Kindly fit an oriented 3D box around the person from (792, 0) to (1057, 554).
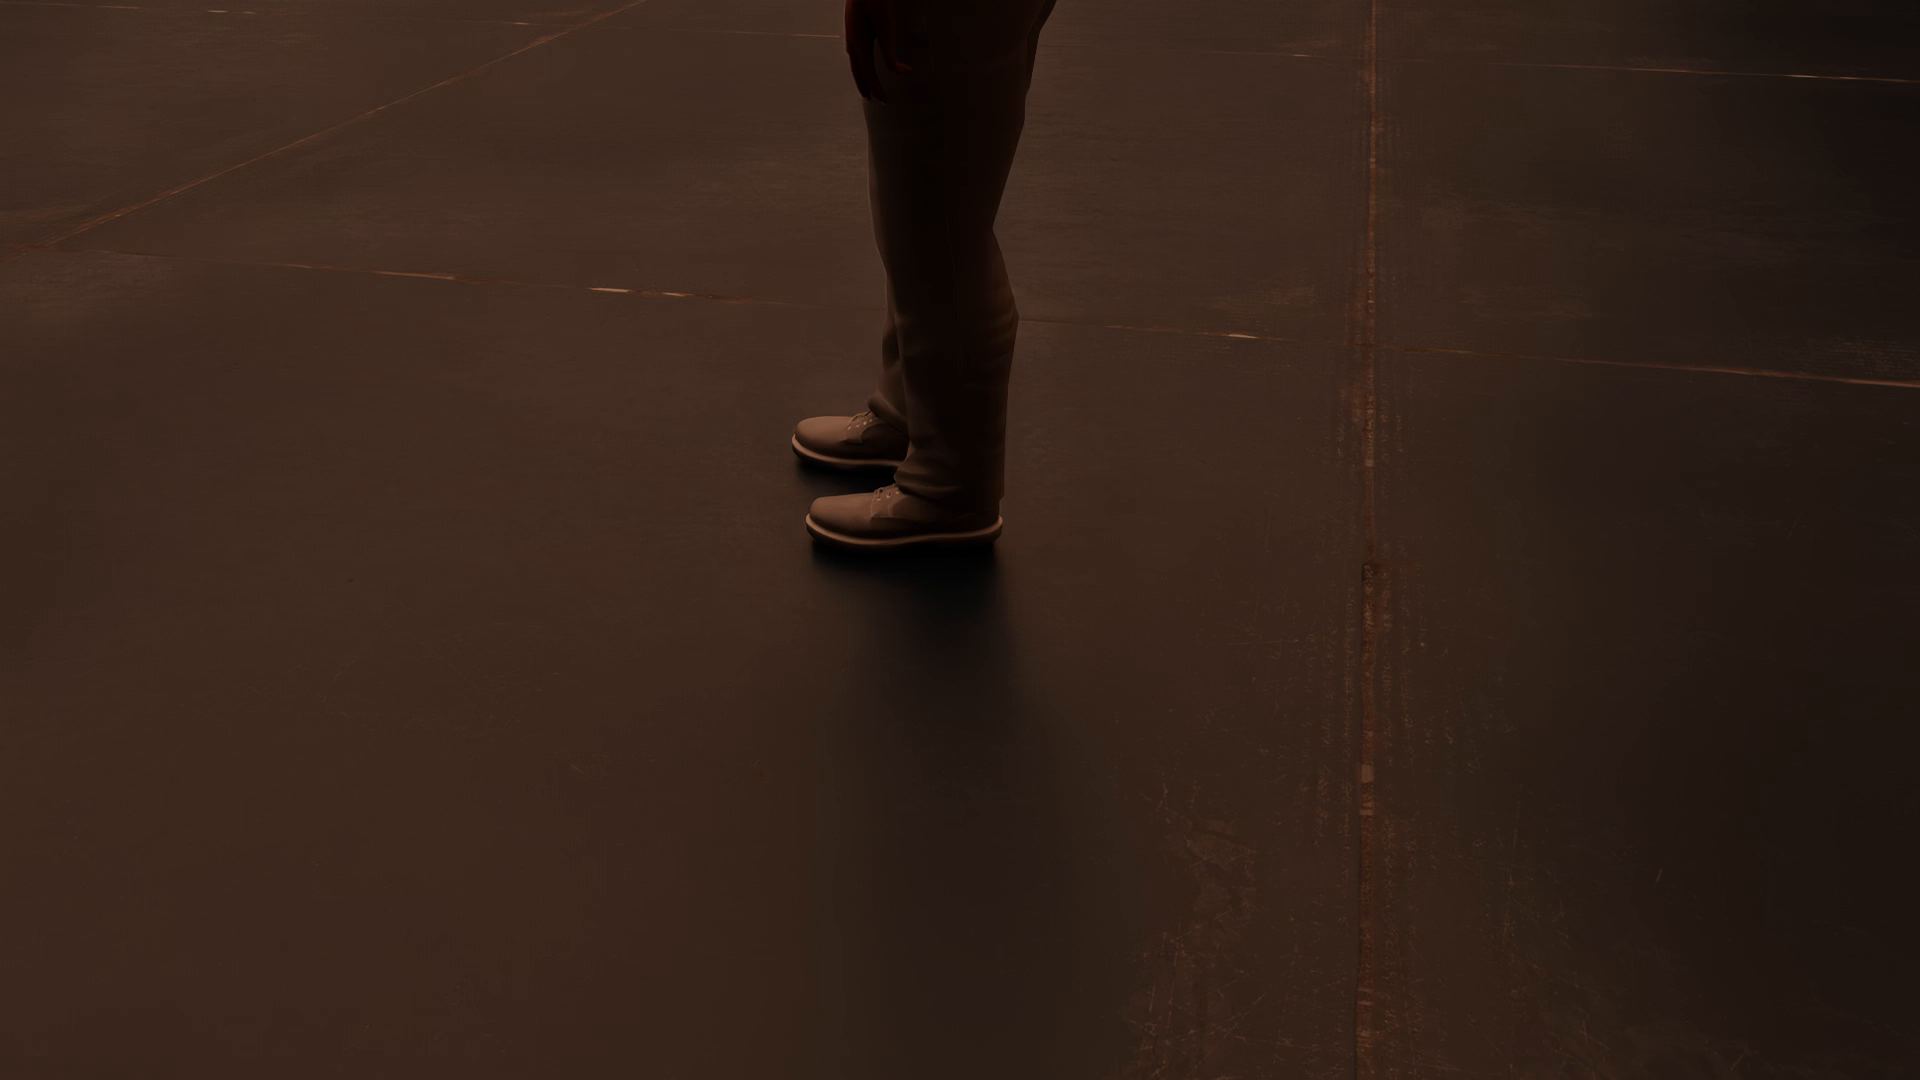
[{"bbox_3d":[-0.069,-0.779,2.147,0.528,1.695,0.569,6,27,11],"label":"person"}]
